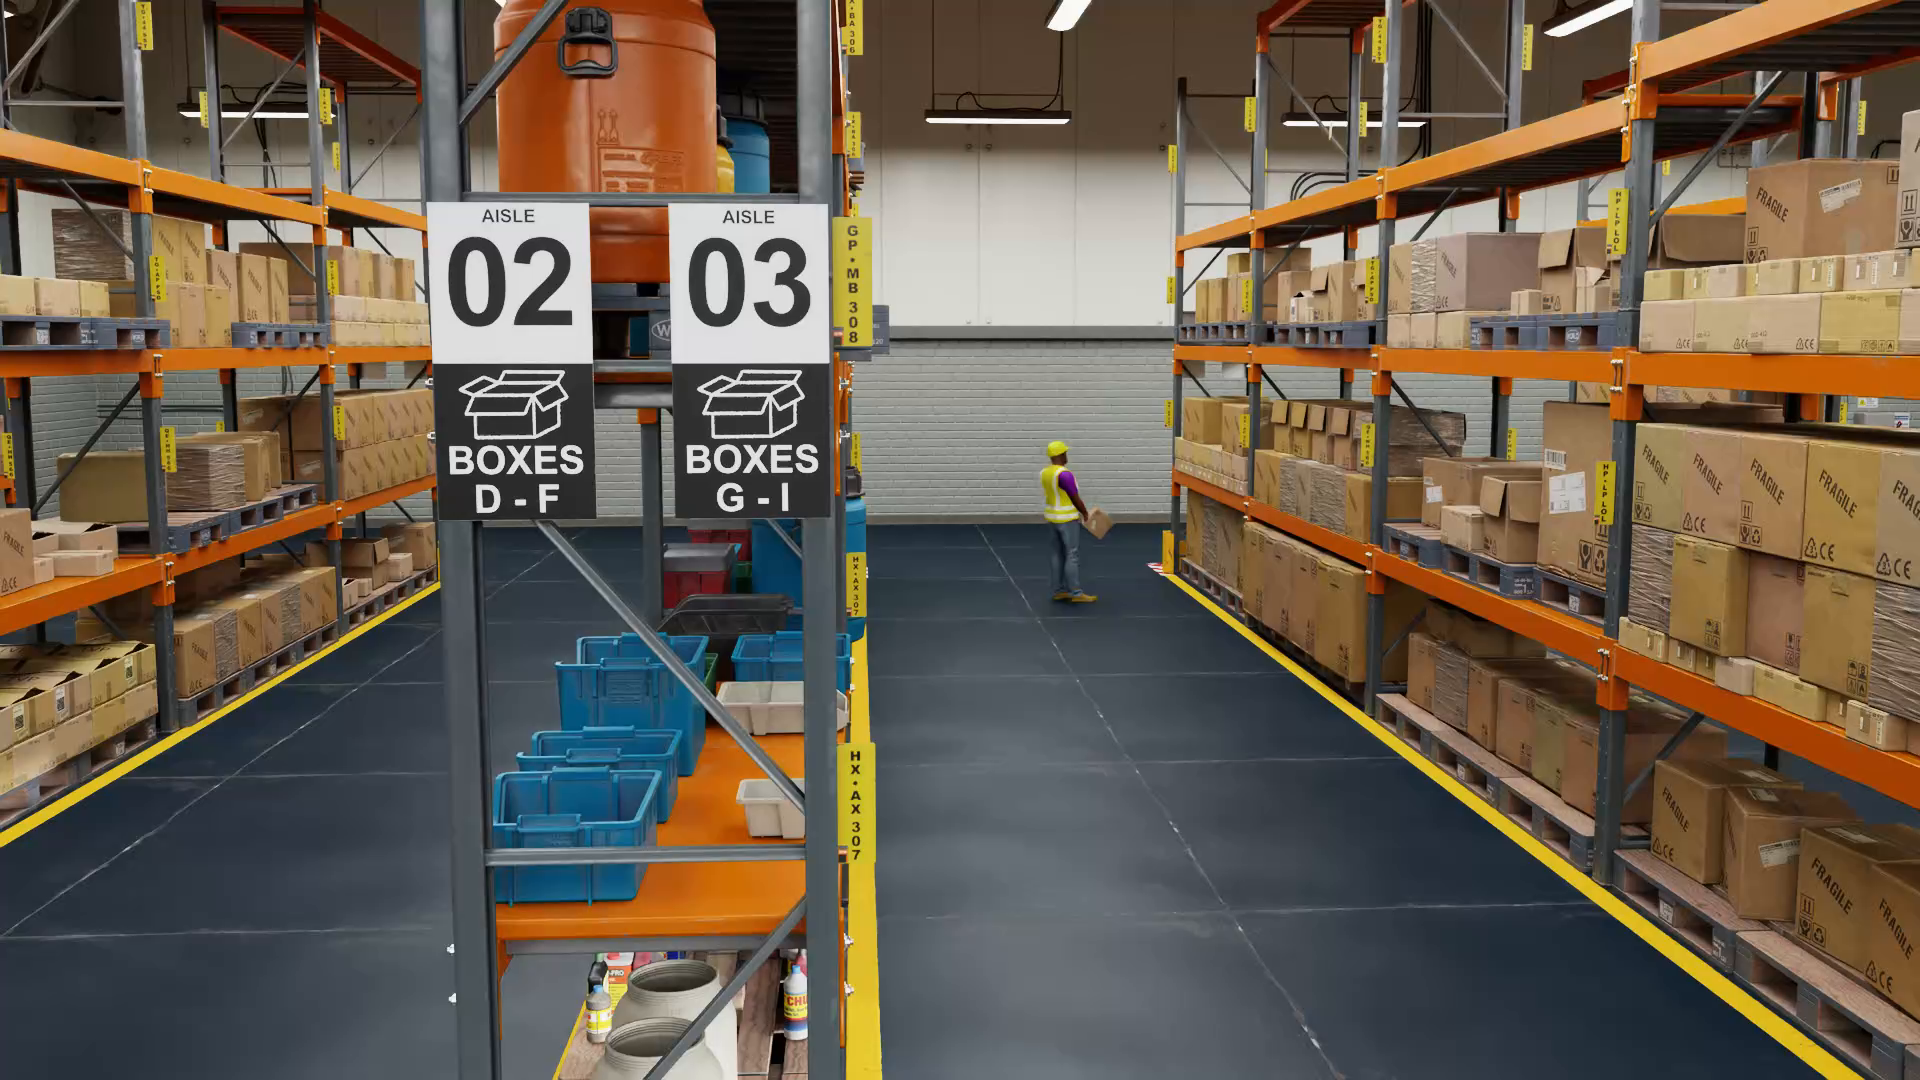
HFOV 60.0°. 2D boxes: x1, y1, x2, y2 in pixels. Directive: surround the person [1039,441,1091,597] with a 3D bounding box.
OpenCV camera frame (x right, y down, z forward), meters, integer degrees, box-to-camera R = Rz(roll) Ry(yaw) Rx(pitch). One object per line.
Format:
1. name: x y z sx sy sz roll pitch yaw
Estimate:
1. person: 1.170 -0.243 18.370 0.513 1.710 0.534 -4 8 -29
